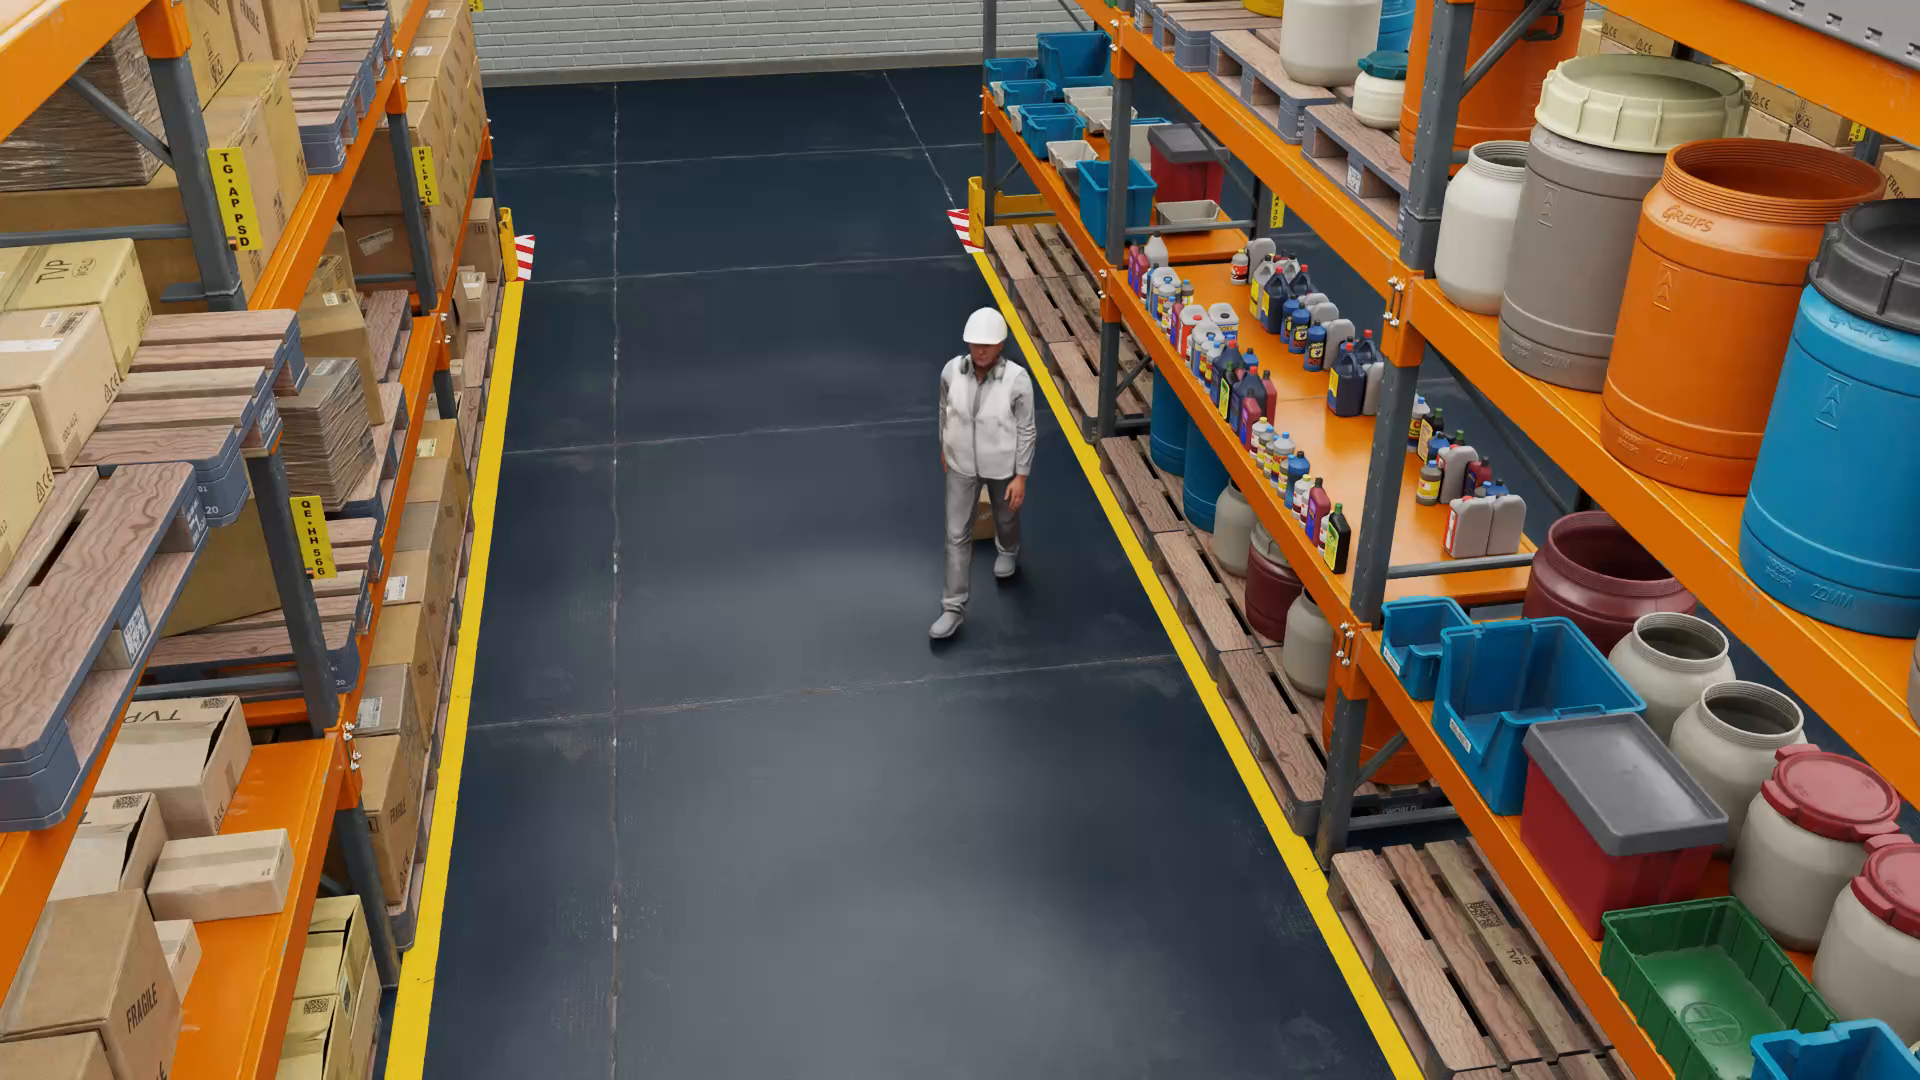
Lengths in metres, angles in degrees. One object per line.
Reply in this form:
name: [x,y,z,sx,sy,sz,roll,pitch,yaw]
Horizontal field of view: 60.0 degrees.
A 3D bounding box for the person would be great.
person: [0.126,-0.405,8.793,0.566,1.722,1.021,7,31,12]
